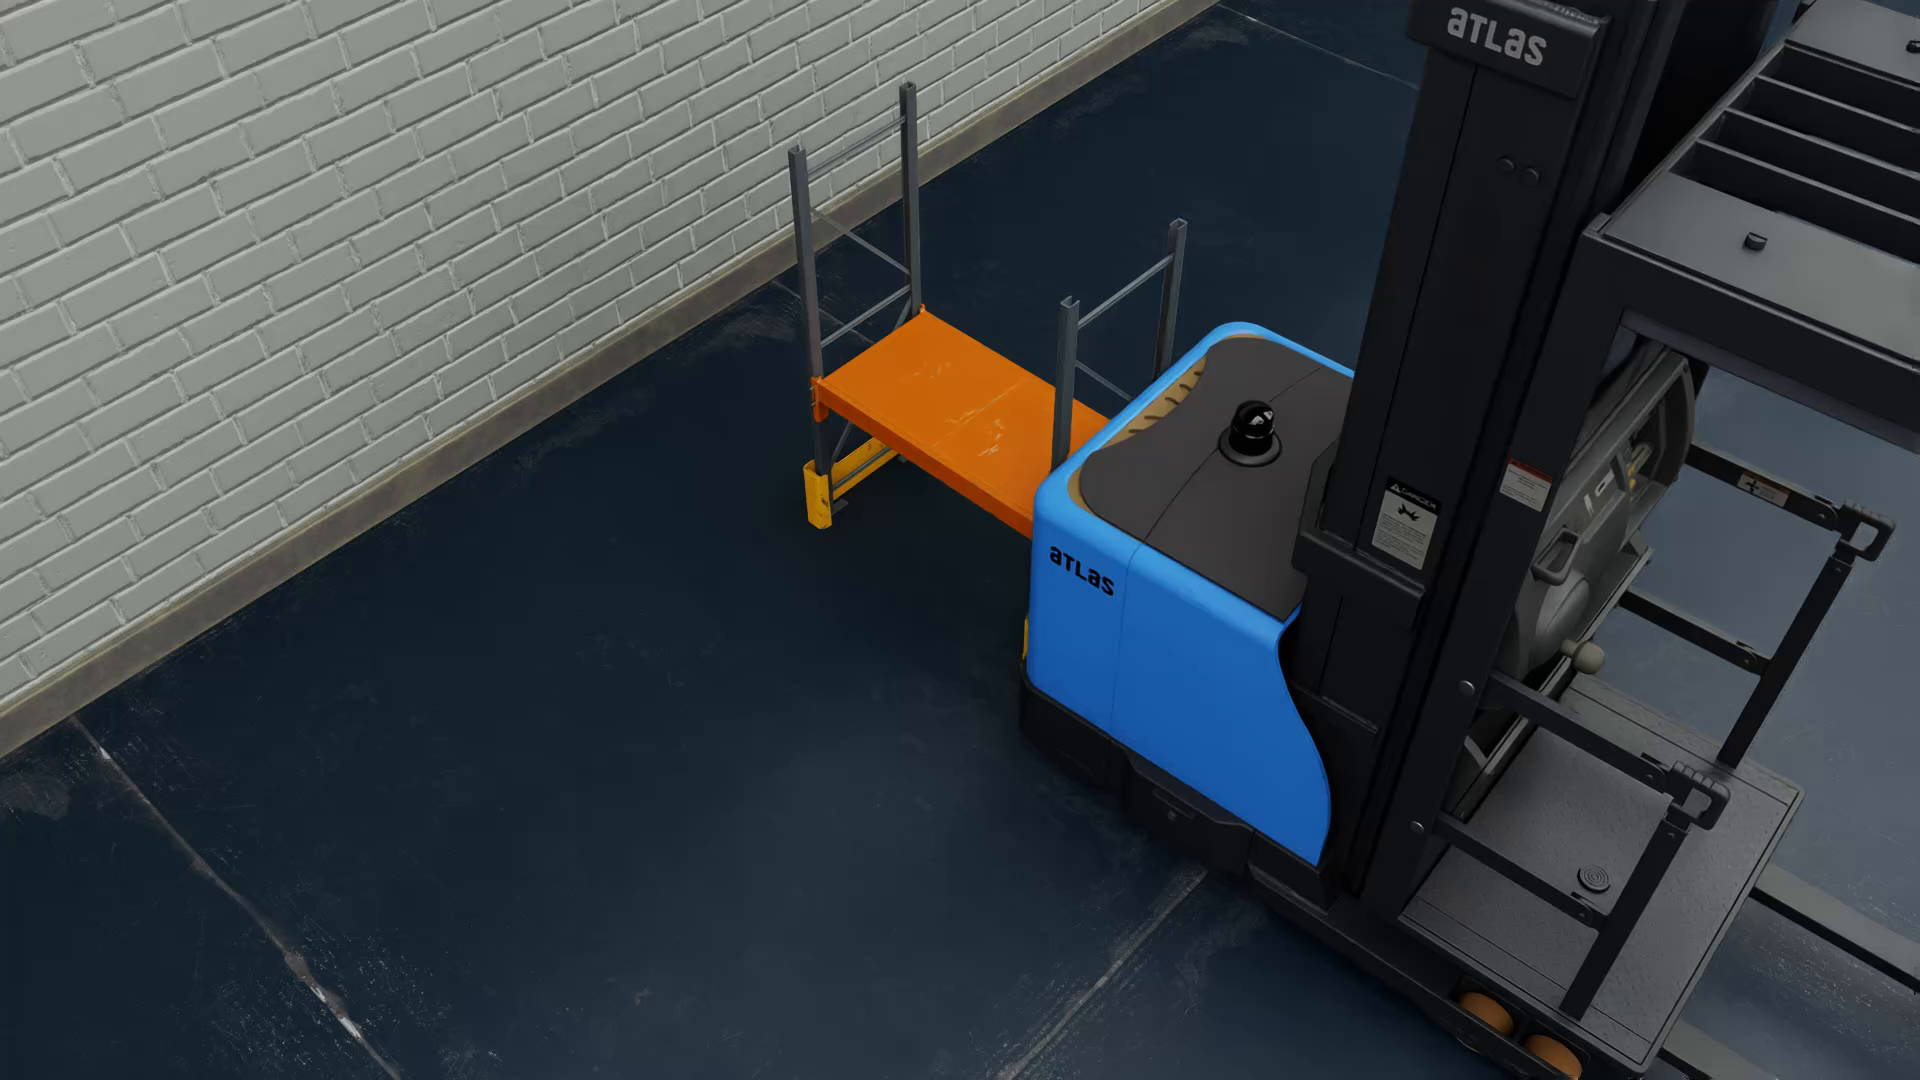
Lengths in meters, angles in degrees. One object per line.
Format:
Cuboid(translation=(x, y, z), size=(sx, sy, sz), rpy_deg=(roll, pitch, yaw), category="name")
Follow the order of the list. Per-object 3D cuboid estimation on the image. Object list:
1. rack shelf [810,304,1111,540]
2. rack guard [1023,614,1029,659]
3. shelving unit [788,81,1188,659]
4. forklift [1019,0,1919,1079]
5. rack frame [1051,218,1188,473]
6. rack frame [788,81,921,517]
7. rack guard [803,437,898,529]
Cuboid(translation=(0.063, -0.348, 5.295), size=(1.000, 0.185, 0.538), rpy_deg=(34, 55, 28), category="rack shelf")
Cuboid(translation=(0.422, 0.198, 5.392), size=(0.087, 0.250, 0.587), rpy_deg=(34, 55, 28), category="rack guard")
Cuboid(translation=(0.056, -0.476, 5.168), size=(1.083, 1.500, 0.587), rpy_deg=(34, 55, 28), category="shelving unit")
Cuboid(translation=(1.639, 0.018, 3.723), size=(3.031, 2.935, 1.130), rpy_deg=(31, 54, 26), category="forklift")
Cuboid(translation=(0.436, -0.220, 4.928), size=(0.032, 1.500, 0.500), rpy_deg=(34, 55, 28), category="rack frame")
Cuboid(translation=(-0.311, -0.723, 5.400), size=(0.032, 1.500, 0.500), rpy_deg=(34, 55, 28), category="rack frame")
Cuboid(translation=(-0.310, -0.294, 5.855), size=(0.087, 0.250, 0.587), rpy_deg=(34, 55, 28), category="rack guard")
